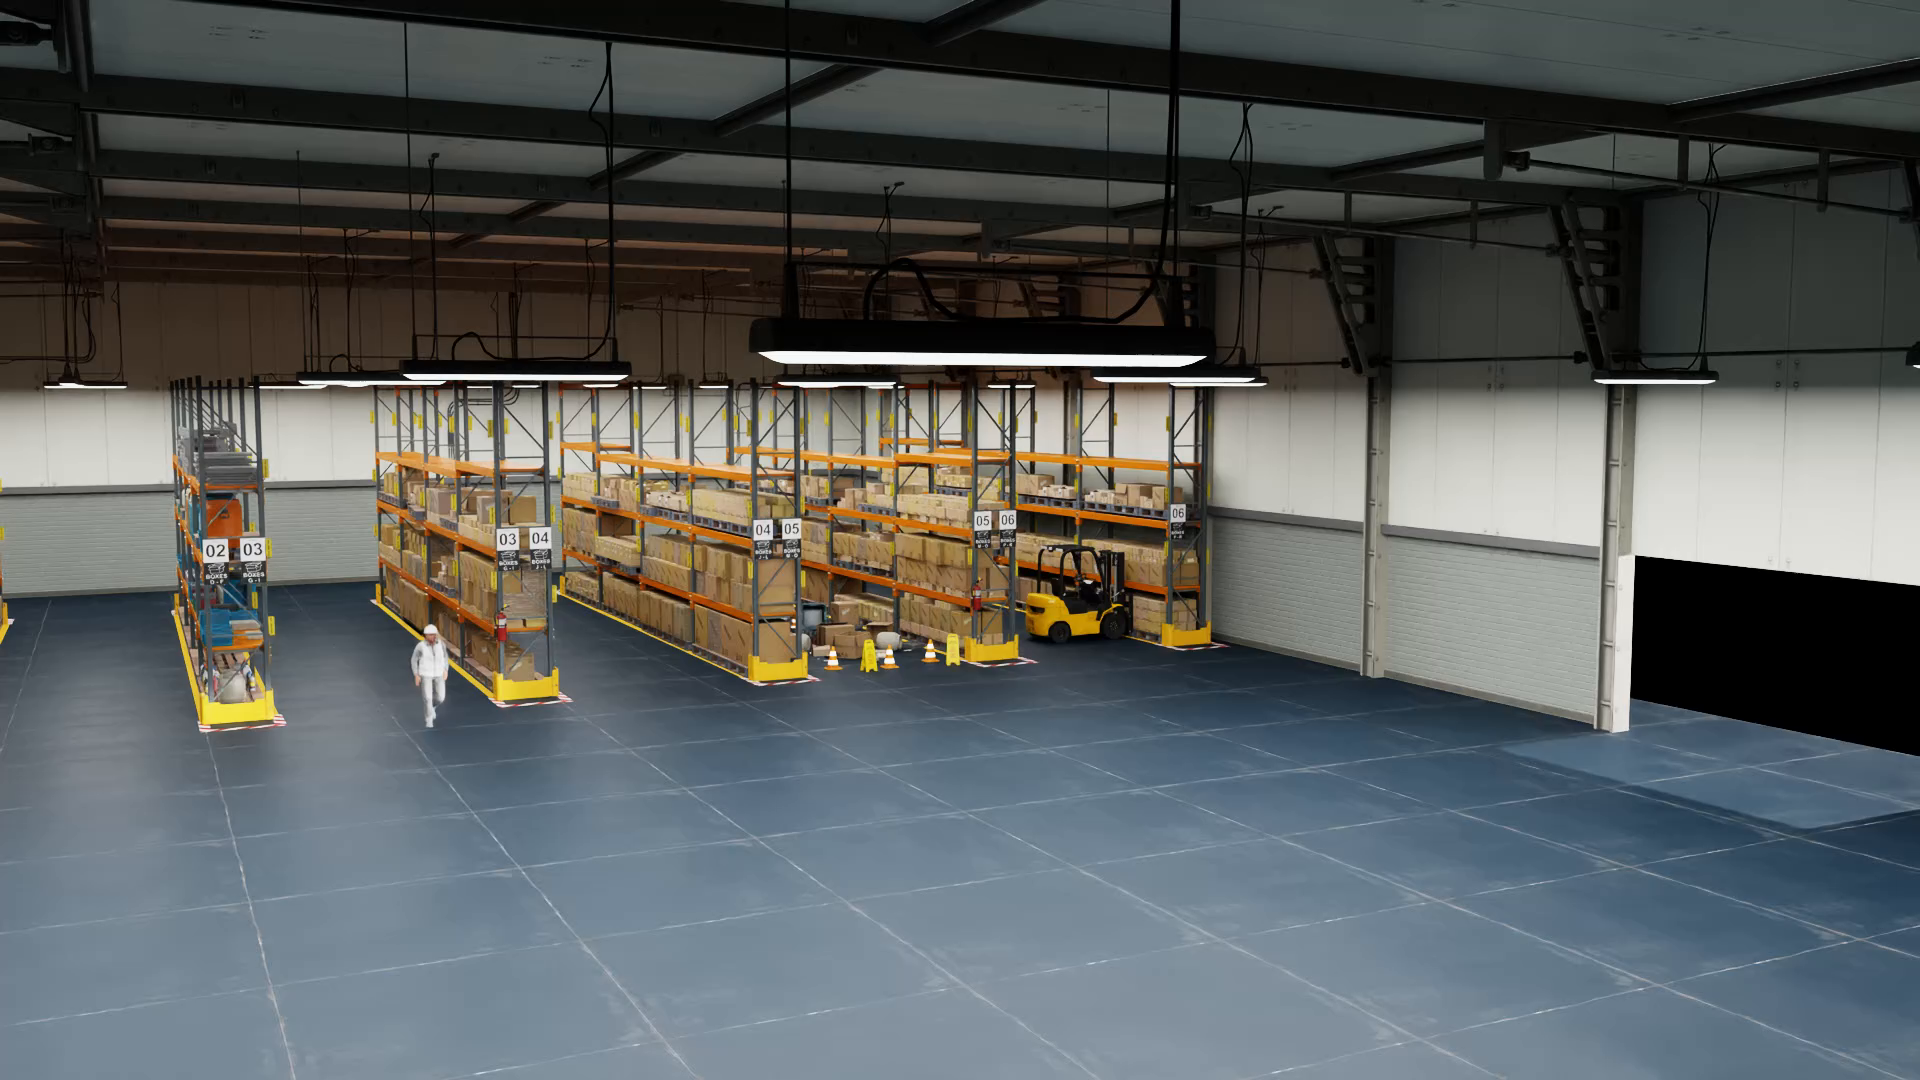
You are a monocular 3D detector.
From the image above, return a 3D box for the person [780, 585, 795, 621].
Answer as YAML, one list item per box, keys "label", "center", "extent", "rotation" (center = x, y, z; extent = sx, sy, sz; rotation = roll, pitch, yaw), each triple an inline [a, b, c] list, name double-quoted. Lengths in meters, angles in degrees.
- label: "person"
  center: [-4.276, 1.297, 39.990]
  extent: [0.644, 1.771, 0.734]
  rotation: [-3, 6, -33]

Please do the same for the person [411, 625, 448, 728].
- label: "person"
  center: [-9.140, 2.312, 28.638]
  extent: [0.624, 1.756, 0.638]
  rotation: [-4, 6, -36]
